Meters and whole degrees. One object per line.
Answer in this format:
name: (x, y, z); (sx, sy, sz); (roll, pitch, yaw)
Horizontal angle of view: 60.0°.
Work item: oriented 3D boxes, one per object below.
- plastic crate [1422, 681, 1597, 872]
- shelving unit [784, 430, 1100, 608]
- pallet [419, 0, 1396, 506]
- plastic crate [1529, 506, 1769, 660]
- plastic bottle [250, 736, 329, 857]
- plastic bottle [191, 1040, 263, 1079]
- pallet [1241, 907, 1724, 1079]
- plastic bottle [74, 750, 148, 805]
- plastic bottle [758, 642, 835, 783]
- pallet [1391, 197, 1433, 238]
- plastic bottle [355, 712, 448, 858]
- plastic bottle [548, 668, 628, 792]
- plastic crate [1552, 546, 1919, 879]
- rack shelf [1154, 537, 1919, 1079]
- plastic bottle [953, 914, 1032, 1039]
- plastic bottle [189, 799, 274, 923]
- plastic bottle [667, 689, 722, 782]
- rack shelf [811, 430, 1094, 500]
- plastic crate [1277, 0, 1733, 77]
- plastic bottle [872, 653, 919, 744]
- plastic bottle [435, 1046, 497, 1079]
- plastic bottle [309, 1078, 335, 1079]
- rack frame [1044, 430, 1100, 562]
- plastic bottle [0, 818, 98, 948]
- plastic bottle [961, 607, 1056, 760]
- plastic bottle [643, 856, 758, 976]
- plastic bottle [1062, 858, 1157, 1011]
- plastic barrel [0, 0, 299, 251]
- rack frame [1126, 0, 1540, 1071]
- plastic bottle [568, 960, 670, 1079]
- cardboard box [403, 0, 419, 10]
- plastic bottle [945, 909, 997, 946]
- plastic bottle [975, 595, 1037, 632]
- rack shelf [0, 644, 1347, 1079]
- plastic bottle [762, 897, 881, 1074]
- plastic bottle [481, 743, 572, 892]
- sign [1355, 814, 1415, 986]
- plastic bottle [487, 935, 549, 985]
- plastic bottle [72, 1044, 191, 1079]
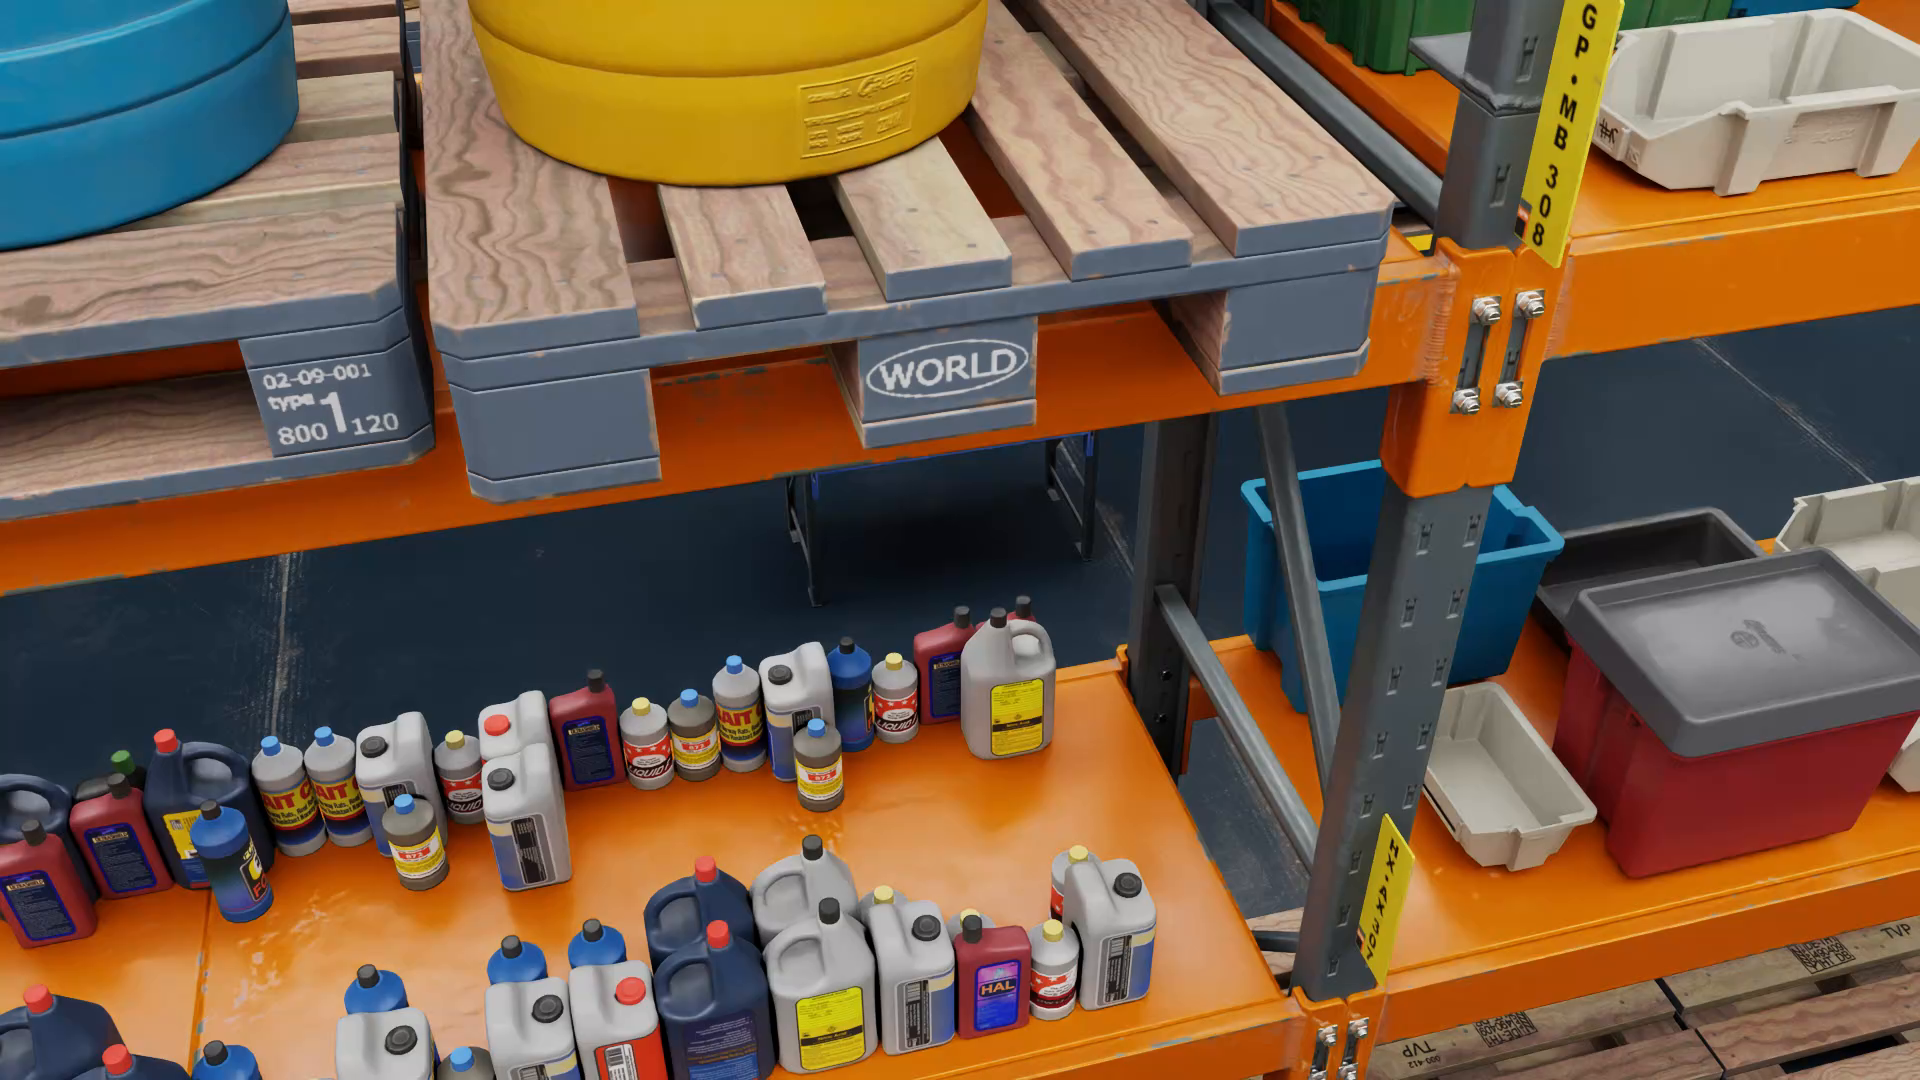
plastic crate: (1.050, 0.480, 3.322); (0.243, 0.136, 0.396); (-9, 38, -12)
shelving unit: (-0.082, -0.582, 5.777); (1.048, 1.500, 0.538); (-9, 38, -12)
pallet: (-0.168, -0.546, 2.182); (1.003, 0.211, 1.213); (-9, 38, -12)
plastic crate: (1.574, 0.139, 3.776); (0.590, 0.125, 0.437); (-9, 38, -12)
plastic bottle: (-1.314, 0.491, 3.245); (0.097, 0.271, 0.097); (0, 37, 0)
plastic bottle: (-1.176, 0.908, 2.701); (0.097, 0.271, 0.097); (0, 37, 0)
pallet: (1.263, 1.357, 4.302); (1.213, 0.211, 1.003); (-9, 38, -12)
plastic bottle: (-1.608, 0.523, 3.193); (0.133, 0.283, 0.061); (-9, 38, -12)
plastic bottle: (-0.336, 0.346, 3.431); (0.135, 0.276, 0.152); (-9, 38, -12)
pallet: (2.294, -1.904, 8.566); (1.213, 0.211, 1.003); (-9, 38, -12)
plastic bottle: (-1.101, 0.471, 3.267); (0.135, 0.276, 0.152); (-9, 38, -12)
plastic bottle: (-0.759, 0.384, 3.376); (0.133, 0.283, 0.061); (-9, 38, -12)
plastic crate: (1.491, 0.345, 3.228); (0.583, 0.464, 0.402); (-9, 38, -12)
rack shelf: (2.494, 0.358, 3.906); (4.000, 0.370, 1.077); (-9, 38, -12)
plastic bottle: (0.056, 0.751, 2.896); (0.133, 0.283, 0.061); (-9, 38, -12)
plastic bottle: (-1.370, 0.591, 3.115); (0.097, 0.271, 0.097); (0, 37, 0)
plastic bottle: (-0.549, 0.393, 3.431); (0.097, 0.201, 0.097); (0, 37, 0)
rack shelf: (-0.082, -0.439, 5.886); (1.000, 0.185, 0.538); (-9, 38, -12)
plastic crate: (0.894, -0.963, 2.745); (0.662, 0.188, 0.450); (-9, 38, -12)
plastic bottle: (-0.137, 0.326, 3.519); (0.097, 0.201, 0.097); (0, 37, 0)
plastic bottle: (-0.807, 0.913, 2.751); (0.097, 0.201, 0.097); (0, 37, 0)
plastic bottle: (-1.031, 0.950, 2.703); (0.097, 0.201, 0.097); (0, 37, 0)
rack frame: (0.408, -0.663, 5.882); (0.032, 1.500, 0.500); (-9, 38, -12)
plastic bottle: (-1.700, 0.629, 3.055); (0.133, 0.283, 0.061); (-9, 38, -12)
plastic bottle: (0.100, 0.280, 3.455); (0.185, 0.351, 0.144); (-9, 38, -12)
plastic bottle: (-0.455, 0.691, 2.919); (0.185, 0.351, 0.144); (-9, 38, -12)
plastic bottle: (0.267, 0.690, 2.981); (0.135, 0.276, 0.152); (-9, 38, -12)
plastic barrel: (-1.044, -0.808, 1.611); (0.708, 0.901, 0.600); (-9, 38, -12)
rack frame: (0.563, 0.389, 3.273); (0.127, 3.000, 1.000); (-9, 38, -12)
plastic bottle: (-0.572, 0.828, 2.801); (0.135, 0.276, 0.152); (-9, 38, -12)
cardboard box: (-2.414, -2.408, 6.501); (0.500, 0.500, 0.700); (-19, 41, -23)
plastic bottle: (0.018, 0.740, 2.978); (0.097, 0.201, 0.097); (0, 37, 0)
plastic bottle: (0.098, 0.243, 3.559); (0.133, 0.283, 0.061); (-9, 38, -12)
rack shelf: (-1.367, 0.991, 3.077); (4.000, 0.370, 1.077); (-9, 38, -12)
plastic bottle: (-0.239, 0.746, 2.847); (0.185, 0.351, 0.144); (-9, 38, -12)
plastic bottle: (-0.837, 0.524, 3.198); (0.135, 0.276, 0.152); (-9, 38, -12)
sign: (0.705, 0.602, 2.767); (0.005, 0.325, 0.100); (-9, 38, -12)
plastic bottle: (-0.753, 0.781, 2.866); (0.097, 0.271, 0.097); (0, 37, 0)
plastic bottle: (-1.302, 0.920, 2.618); (0.185, 0.351, 0.144); (-9, 38, -12)
